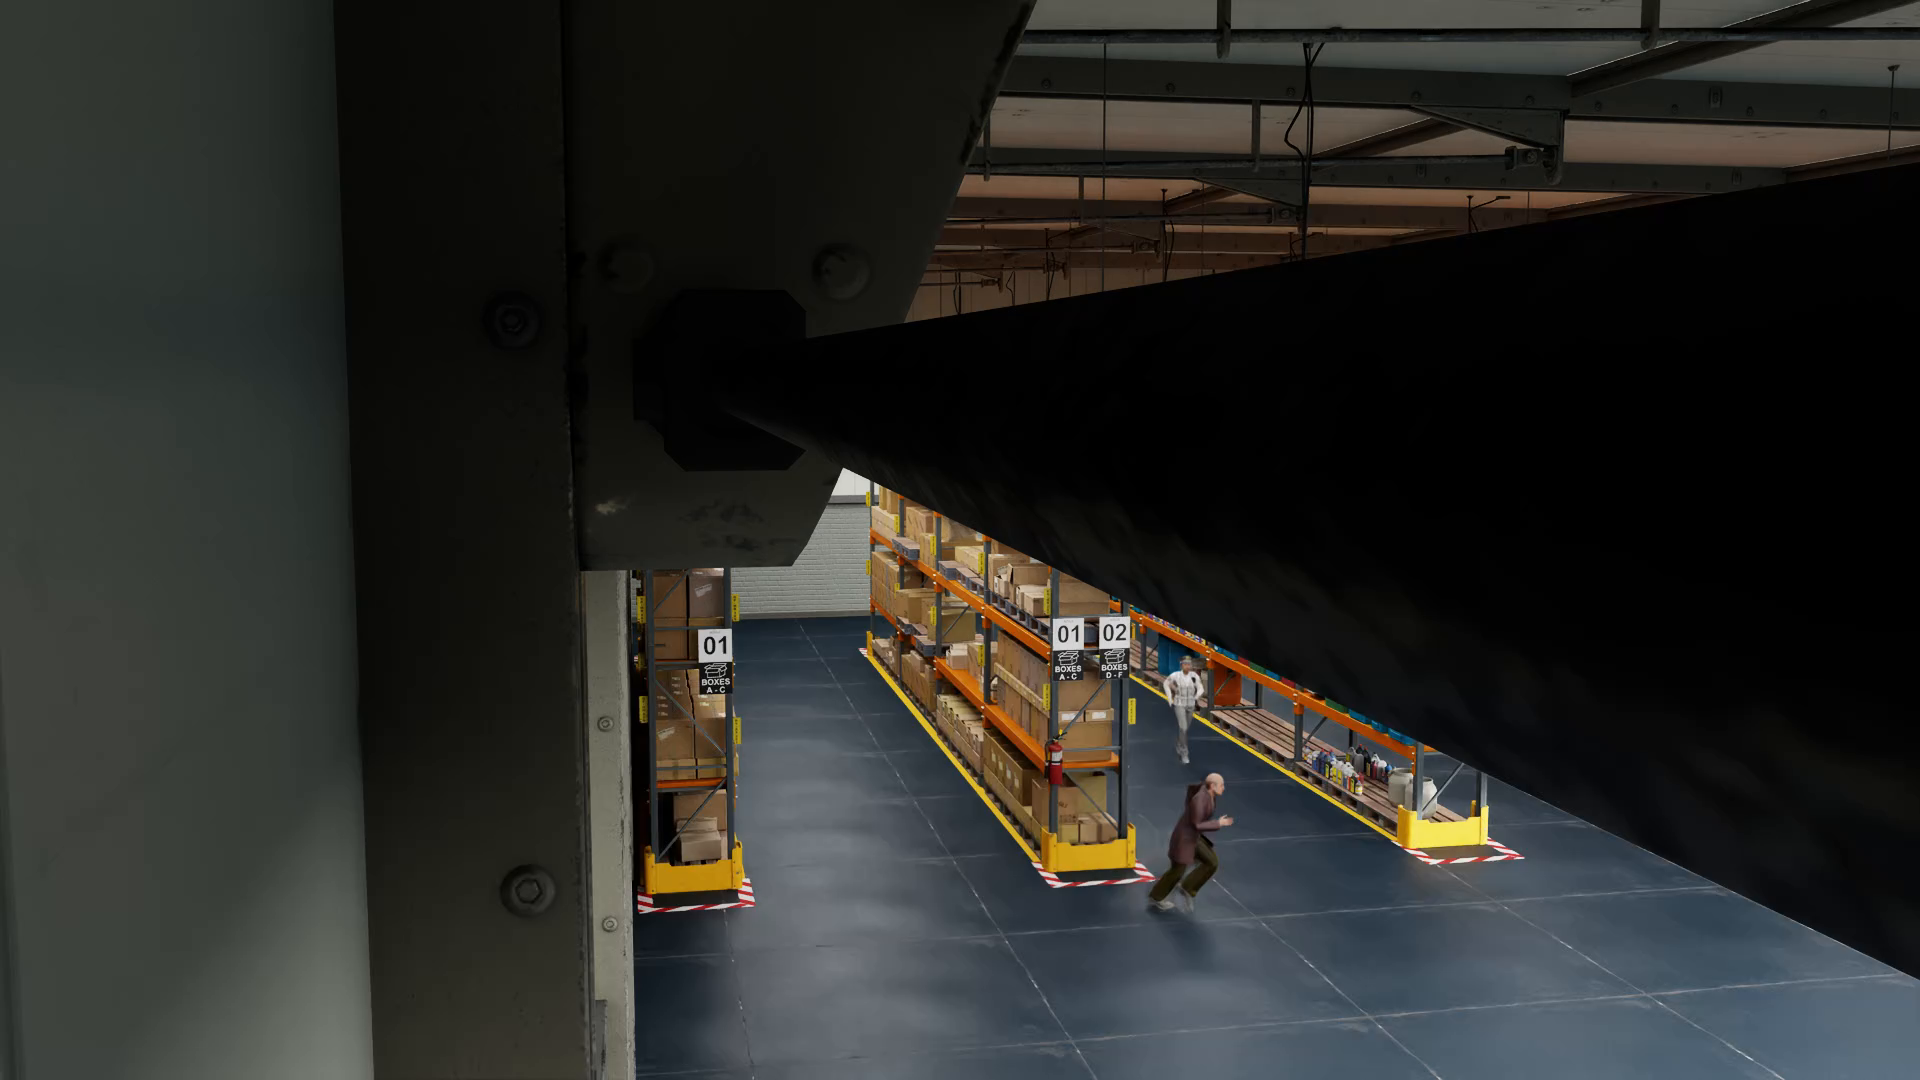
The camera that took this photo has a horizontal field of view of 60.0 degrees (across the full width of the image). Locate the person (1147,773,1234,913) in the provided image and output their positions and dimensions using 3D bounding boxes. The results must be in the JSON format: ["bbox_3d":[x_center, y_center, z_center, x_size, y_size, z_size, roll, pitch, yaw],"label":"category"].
[{"bbox_3d":[2.692,3.498,19.293,1.024,1.676,0.739,3,6,23],"label":"person"}]

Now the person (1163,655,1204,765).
[{"bbox_3d":[3.623,2.694,26.792,0.605,1.729,0.813,-1,6,-14],"label":"person"}]
